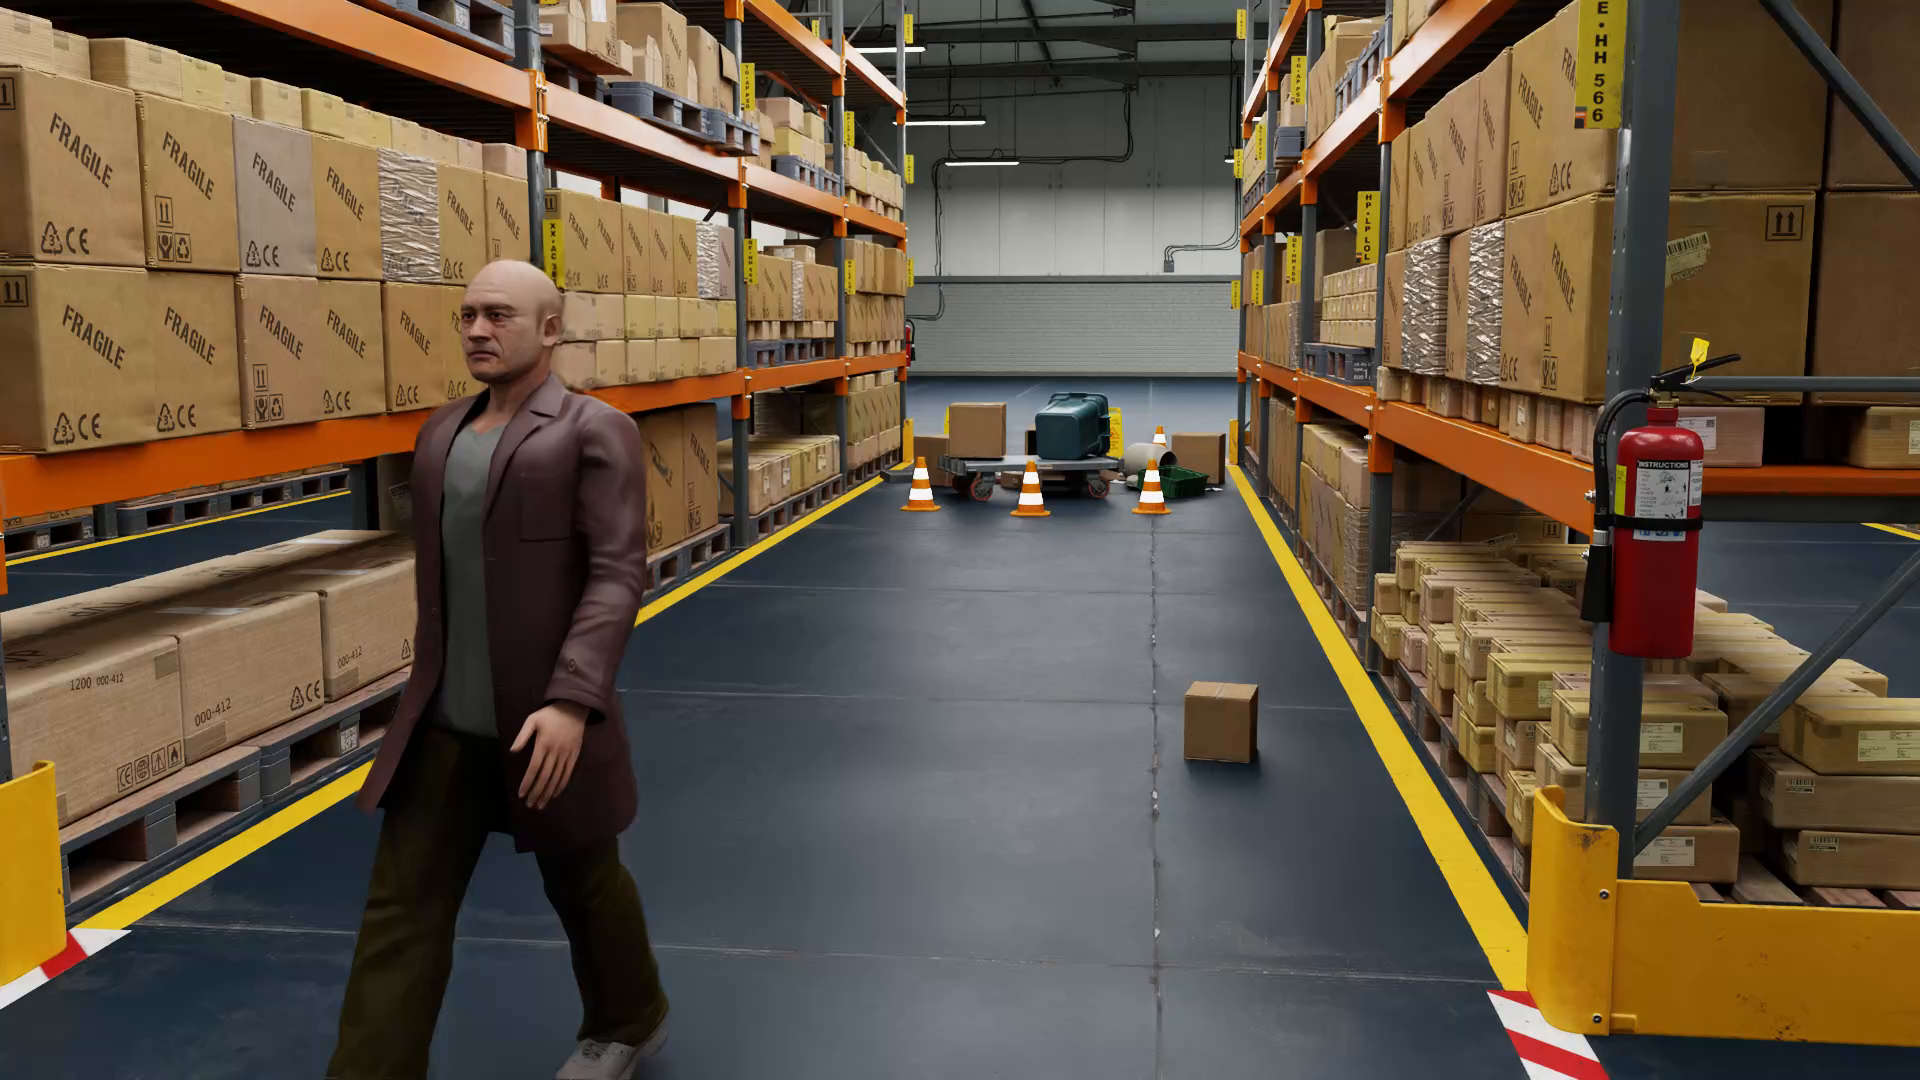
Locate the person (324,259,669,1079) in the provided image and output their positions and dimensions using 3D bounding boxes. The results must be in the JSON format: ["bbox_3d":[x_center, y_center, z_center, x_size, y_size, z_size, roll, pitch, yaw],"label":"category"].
[{"bbox_3d":[-0.908,0.337,3.163,0.602,1.730,1.056,3,8,21],"label":"person"}]
